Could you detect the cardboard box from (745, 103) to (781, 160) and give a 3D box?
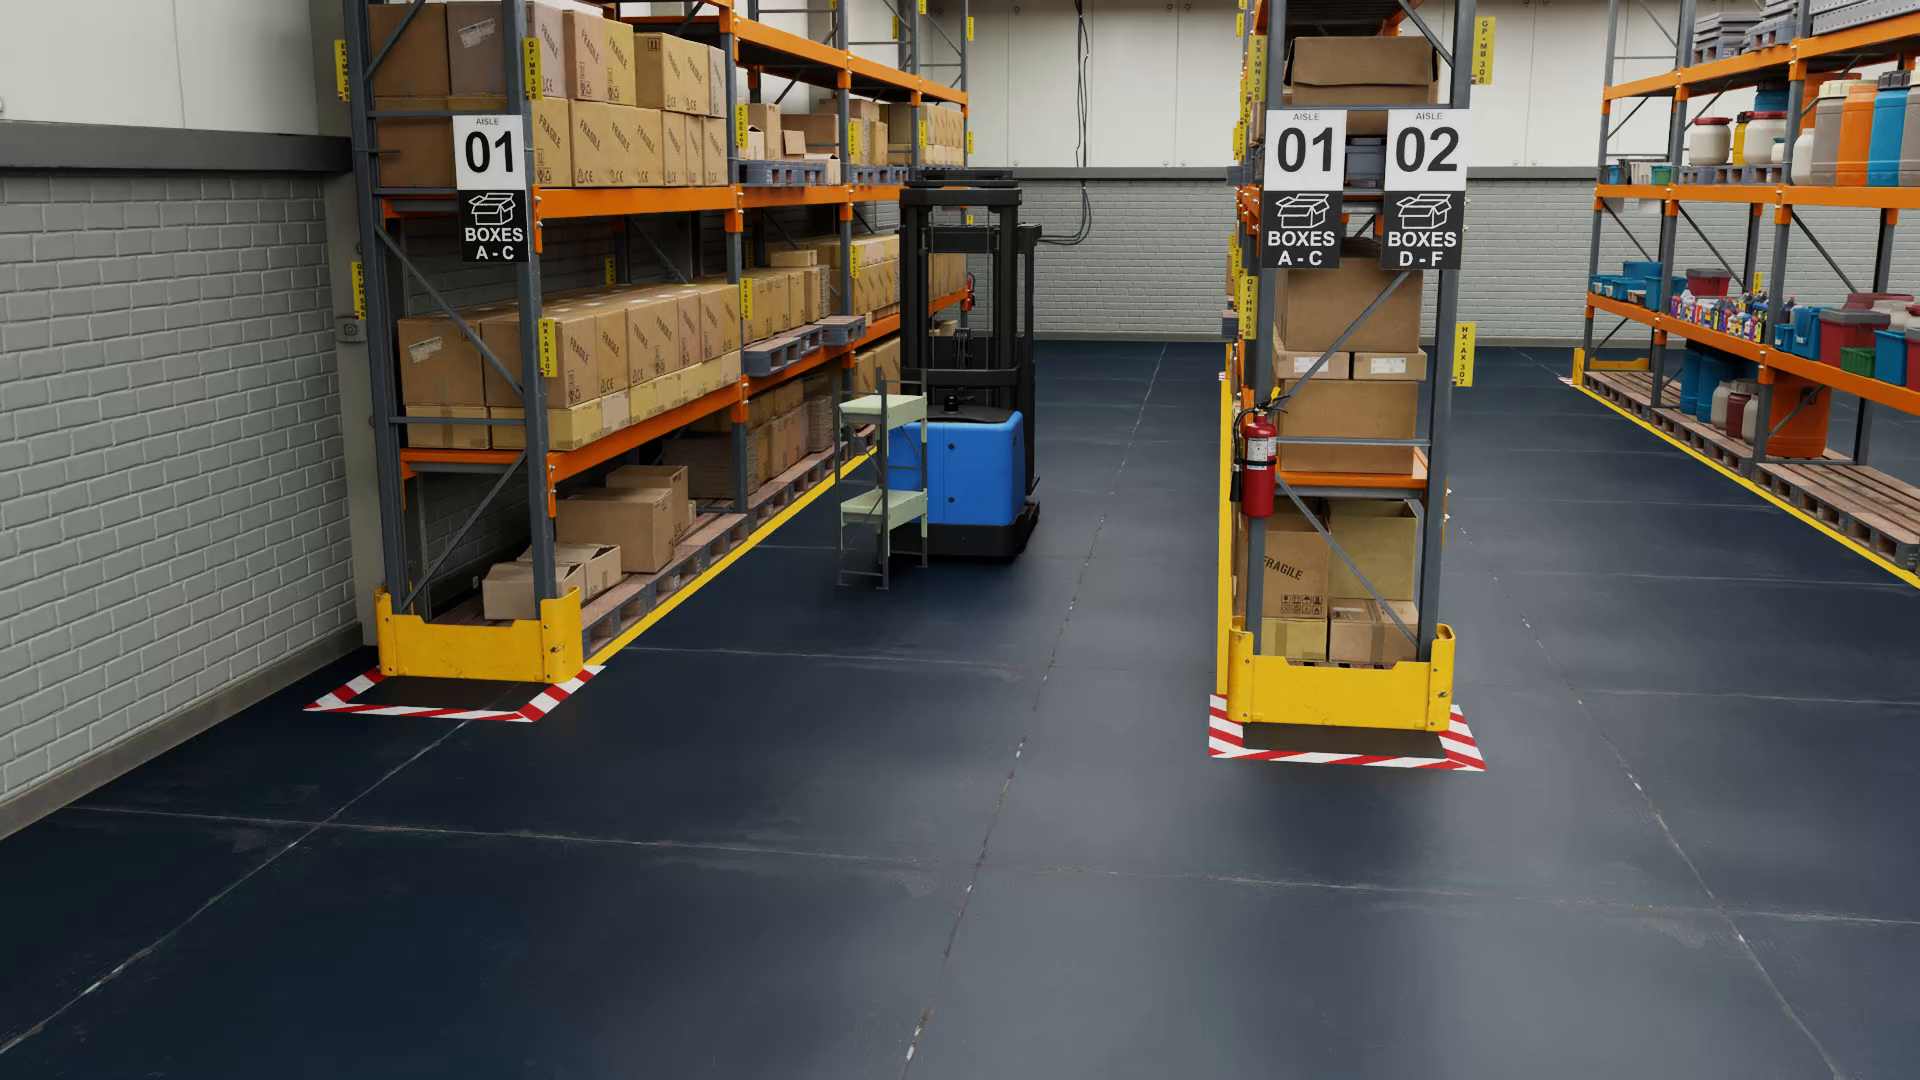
[{"bbox_3d":[-1.882,-3.593,14.689,0.500,0.500,0.500,1,12,7],"label":"cardboard box"}]

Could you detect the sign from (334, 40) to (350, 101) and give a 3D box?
[{"bbox_3d":[-3.395,-2.593,9.182,0.100,0.325,0.005,2,12,9],"label":"sign"}]

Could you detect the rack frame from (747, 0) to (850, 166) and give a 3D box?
[{"bbox_3d":[-1.619,-5.269,16.584,1.000,3.000,0.127,2,12,9],"label":"rack frame"}]

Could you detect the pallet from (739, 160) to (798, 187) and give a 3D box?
[{"bbox_3d":[-2.034,-3.004,13.637,1.213,0.211,1.003,2,12,9],"label":"pallet"}]

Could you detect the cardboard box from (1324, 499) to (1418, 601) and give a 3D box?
[{"bbox_3d":[2.423,0.052,9.882,0.500,0.500,0.500,2,12,9],"label":"cardboard box"}]

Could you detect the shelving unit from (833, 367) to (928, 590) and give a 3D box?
[{"bbox_3d":[-0.567,-0.467,12.099,0.431,1.500,0.755,5,13,21],"label":"shelving unit"}]

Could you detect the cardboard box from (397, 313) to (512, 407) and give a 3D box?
[{"bbox_3d":[-2.987,-1.079,9.911,0.500,0.500,0.500,2,12,8],"label":"cardboard box"}]

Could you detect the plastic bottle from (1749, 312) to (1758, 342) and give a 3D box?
[{"bbox_3d":[7.846,-2.105,16.417,0.061,0.283,0.133,2,12,9],"label":"plastic bottle"}]

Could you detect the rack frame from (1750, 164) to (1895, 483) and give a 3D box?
[{"bbox_3d":[8.170,-2.016,15.727,1.000,3.000,0.127,2,12,9],"label":"rack frame"}]

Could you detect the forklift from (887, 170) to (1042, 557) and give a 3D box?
[{"bbox_3d":[0.088,-1.564,13.794,1.130,2.935,3.031,2,12,8],"label":"forklift"}]

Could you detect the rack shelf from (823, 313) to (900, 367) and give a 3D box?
[{"bbox_3d":[-1.312,-2.401,19.224,1.077,0.370,4.000,2,12,9],"label":"rack shelf"}]

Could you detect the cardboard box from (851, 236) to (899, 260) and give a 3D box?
[{"bbox_3d":[-0.990,-3.422,19.482,0.500,0.250,0.500,2,12,10],"label":"cardboard box"}]

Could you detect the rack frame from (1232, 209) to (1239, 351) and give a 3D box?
[{"bbox_3d":[4.506,-3.842,24.202,1.000,3.000,0.127,2,12,9],"label":"rack frame"}]

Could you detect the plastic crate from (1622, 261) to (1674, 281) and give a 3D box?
[{"bbox_3d":[9.533,-3.652,23.093,0.616,0.435,0.499,2,12,9],"label":"plastic crate"}]

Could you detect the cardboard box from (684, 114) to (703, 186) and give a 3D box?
[{"bbox_3d":[-2.158,-2.811,12.012,0.500,0.500,0.500,1,12,4],"label":"cardboard box"}]

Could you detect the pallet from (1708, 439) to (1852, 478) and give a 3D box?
[{"bbox_3d":[8.250,-0.818,16.788,1.003,0.211,1.213,2,12,9],"label":"pallet"}]

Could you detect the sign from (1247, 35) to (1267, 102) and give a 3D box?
[{"bbox_3d":[1.511,-2.393,8.442,0.100,0.325,0.005,2,12,9],"label":"sign"}]

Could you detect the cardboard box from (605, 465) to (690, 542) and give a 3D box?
[{"bbox_3d":[-2.355,-0.280,12.561,0.500,0.500,0.500,1,12,4],"label":"cardboard box"}]

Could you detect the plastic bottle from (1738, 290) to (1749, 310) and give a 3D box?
[{"bbox_3d":[8.824,-2.627,18.680,0.144,0.351,0.185,2,12,9],"label":"plastic bottle"}]

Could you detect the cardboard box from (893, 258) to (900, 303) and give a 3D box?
[{"bbox_3d":[-0.981,-3.058,19.574,0.500,0.500,0.500,2,12,9],"label":"cardboard box"}]

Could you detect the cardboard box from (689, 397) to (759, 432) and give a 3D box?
[{"bbox_3d":[-2.074,-1.109,14.630,0.500,0.250,0.500,2,12,7],"label":"cardboard box"}]

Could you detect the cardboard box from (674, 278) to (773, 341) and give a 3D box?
[{"bbox_3d":[-2.030,-1.989,14.321,0.700,0.500,0.500,3,13,14],"label":"cardboard box"}]

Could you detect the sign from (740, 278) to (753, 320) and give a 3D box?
[{"bbox_3d":[-1.697,-1.911,13.187,0.100,0.325,0.005,2,12,9],"label":"sign"}]

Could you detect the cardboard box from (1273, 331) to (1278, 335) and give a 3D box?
[{"bbox_3d":[2.075,-1.178,10.063,0.380,0.149,0.250,2,12,10],"label":"cardboard box"}]

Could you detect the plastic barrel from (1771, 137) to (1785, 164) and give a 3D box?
[{"bbox_3d":[8.190,-3.848,16.439,0.301,0.262,0.301,0,12,0],"label":"plastic barrel"}]

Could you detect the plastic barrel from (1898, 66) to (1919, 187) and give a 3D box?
[{"bbox_3d":[7.519,-3.144,12.650,0.600,0.901,0.600,0,12,0],"label":"plastic barrel"}]

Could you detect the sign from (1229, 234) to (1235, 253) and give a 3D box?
[{"bbox_3d":[3.970,-4.283,24.193,0.100,0.325,0.005,2,12,9],"label":"sign"}]

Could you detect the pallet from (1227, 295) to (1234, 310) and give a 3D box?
[{"bbox_3d":[3.660,-2.753,19.603,1.003,0.211,1.213,2,12,9],"label":"pallet"}]

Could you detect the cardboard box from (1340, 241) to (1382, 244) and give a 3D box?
[{"bbox_3d":[2.445,-1.725,11.063,0.700,0.500,0.500,2,12,9],"label":"cardboard box"}]

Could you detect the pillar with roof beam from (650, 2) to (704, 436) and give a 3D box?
[{"bbox_3d":[1.580,-4.887,14.811,9.100,9.000,0.400,2,12,9],"label":"pillar with roof beam"}]

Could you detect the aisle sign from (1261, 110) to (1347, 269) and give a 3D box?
[{"bbox_3d":[1.745,-1.778,8.454,0.394,0.787,0.004,2,12,9],"label":"aisle sign"}]

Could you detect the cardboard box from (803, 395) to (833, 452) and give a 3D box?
[{"bbox_3d":[-1.679,-1.178,16.730,0.700,0.500,0.500,2,12,9],"label":"cardboard box"}]

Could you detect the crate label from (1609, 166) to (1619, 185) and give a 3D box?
[{"bbox_3d":[8.939,-4.893,22.311,0.408,0.251,0.502,2,12,9],"label":"crate label"}]

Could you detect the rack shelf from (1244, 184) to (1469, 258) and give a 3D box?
[{"bbox_3d":[2.353,-2.043,10.439,1.077,0.370,4.000,2,12,9],"label":"rack shelf"}]

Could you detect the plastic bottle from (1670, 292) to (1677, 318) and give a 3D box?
[{"bbox_3d":[8.307,-2.729,19.313,0.061,0.283,0.133,2,12,9],"label":"plastic bottle"}]

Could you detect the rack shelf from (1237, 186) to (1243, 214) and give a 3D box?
[{"bbox_3d":[3.583,-3.708,18.167,1.077,0.370,4.000,2,12,9],"label":"rack shelf"}]

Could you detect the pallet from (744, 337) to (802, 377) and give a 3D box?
[{"bbox_3d":[-1.973,-1.565,14.089,1.003,0.211,1.213,2,12,9],"label":"pallet"}]

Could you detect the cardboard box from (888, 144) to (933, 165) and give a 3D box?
[{"bbox_3d":[-0.638,-4.952,21.353,0.500,0.250,0.500,2,12,8],"label":"cardboard box"}]

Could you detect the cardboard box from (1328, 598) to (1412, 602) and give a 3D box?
[{"bbox_3d":[2.421,0.419,9.961,0.500,0.250,0.500,2,12,9],"label":"cardboard box"}]

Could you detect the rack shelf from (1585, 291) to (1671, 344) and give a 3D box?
[{"bbox_3d":[9.092,-2.913,21.598,1.077,0.370,4.000,2,12,9],"label":"rack shelf"}]

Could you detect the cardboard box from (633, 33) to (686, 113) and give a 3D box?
[{"bbox_3d":[-2.188,-3.181,11.357,0.500,0.500,0.500,1,12,7],"label":"cardboard box"}]

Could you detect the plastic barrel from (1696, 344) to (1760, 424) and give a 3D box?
[{"bbox_3d":[8.575,-1.768,18.560,0.600,0.901,0.708,2,12,9],"label":"plastic barrel"}]

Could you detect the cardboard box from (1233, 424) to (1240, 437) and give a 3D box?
[{"bbox_3d":[2.673,-0.890,14.702,0.500,0.311,0.500,2,12,8],"label":"cardboard box"}]

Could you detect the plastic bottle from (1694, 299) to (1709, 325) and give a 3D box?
[{"bbox_3d":[8.195,-2.511,18.319,0.152,0.276,0.135,2,12,9],"label":"plastic bottle"}]

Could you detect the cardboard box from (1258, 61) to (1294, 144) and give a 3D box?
[{"bbox_3d":[2.283,-2.796,10.654,0.797,0.503,0.637,3,13,15],"label":"cardboard box"}]

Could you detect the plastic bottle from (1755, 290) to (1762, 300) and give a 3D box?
[{"bbox_3d":[8.967,-2.622,18.659,0.144,0.351,0.185,2,12,9],"label":"plastic bottle"}]

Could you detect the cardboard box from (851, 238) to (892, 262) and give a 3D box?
[{"bbox_3d":[-1.068,-3.316,18.990,0.500,0.250,0.500,2,12,7],"label":"cardboard box"}]

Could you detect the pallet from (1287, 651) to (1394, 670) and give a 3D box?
[{"bbox_3d":[2.122,0.691,9.786,1.003,0.211,1.213,2,12,9],"label":"pallet"}]

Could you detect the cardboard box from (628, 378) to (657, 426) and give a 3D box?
[{"bbox_3d":[-2.311,-0.914,10.921,0.500,0.250,0.500,2,12,8],"label":"cardboard box"}]
